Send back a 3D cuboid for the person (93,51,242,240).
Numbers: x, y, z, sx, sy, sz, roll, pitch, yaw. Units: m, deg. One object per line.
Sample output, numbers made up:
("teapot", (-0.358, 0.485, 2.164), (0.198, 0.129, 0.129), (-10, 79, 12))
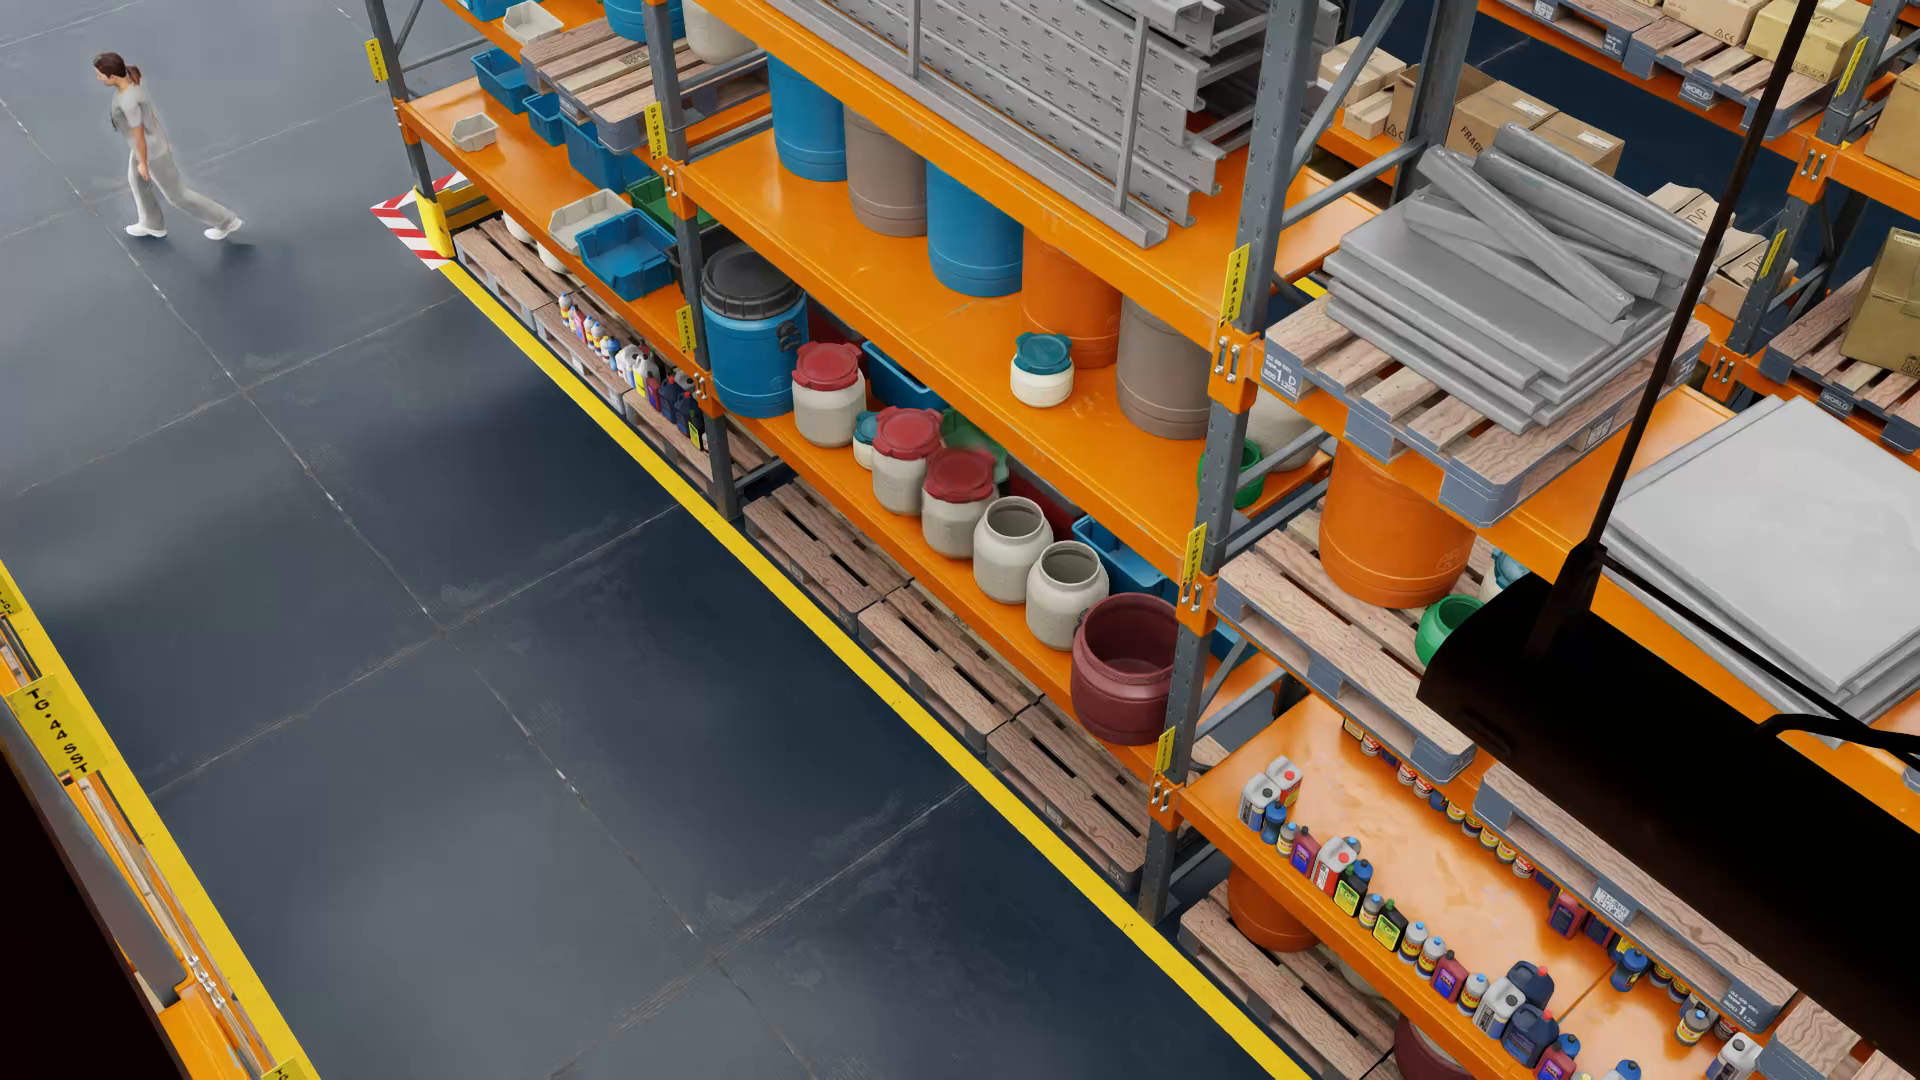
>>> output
("person", (-6.166, -2.990, 12.691), (0.882, 1.640, 0.454), (-16, 49, -15))
